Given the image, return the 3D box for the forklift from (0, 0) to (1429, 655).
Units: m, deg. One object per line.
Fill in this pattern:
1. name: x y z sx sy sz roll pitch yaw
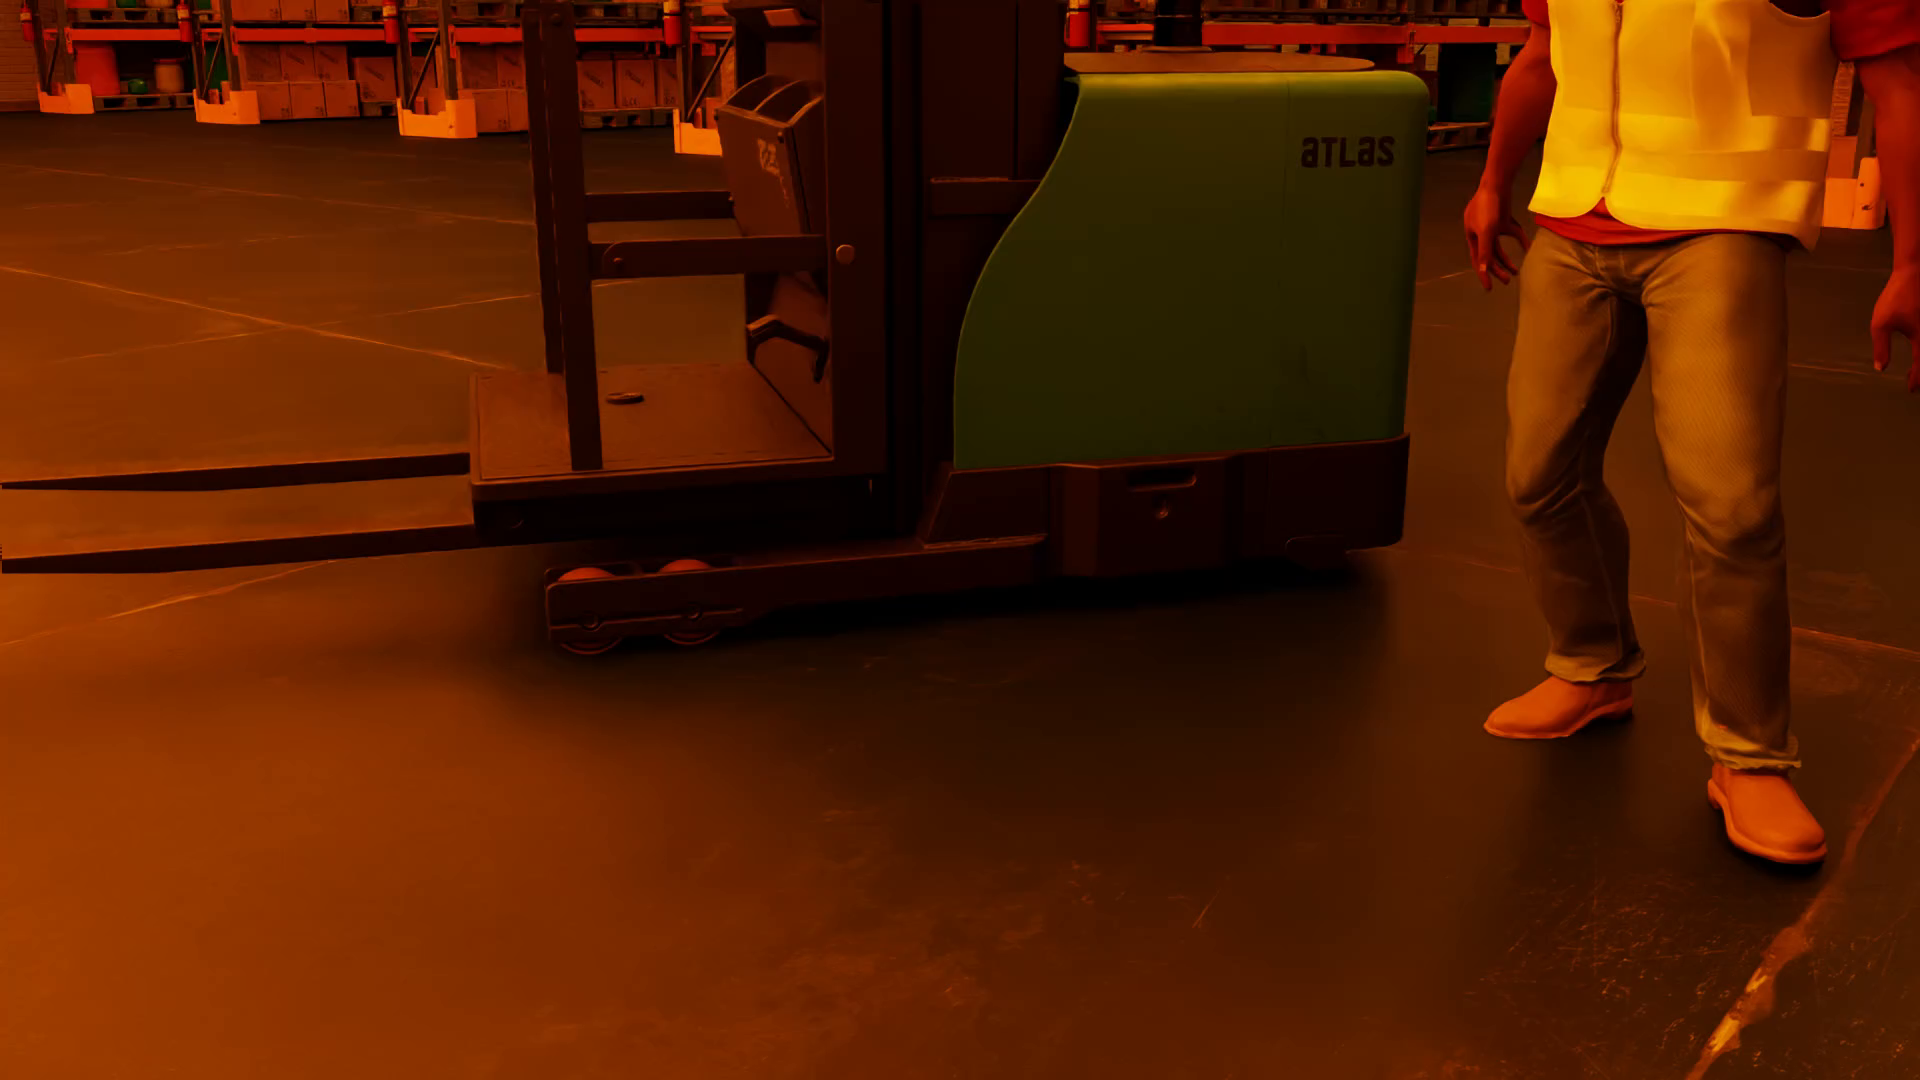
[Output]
1. forklift: -0.587 -1.351 3.347 3.031 2.935 1.130 -5 18 -15

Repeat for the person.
1. person: 1.055 -0.457 2.515 0.472 1.733 0.883 -10 20 -30
